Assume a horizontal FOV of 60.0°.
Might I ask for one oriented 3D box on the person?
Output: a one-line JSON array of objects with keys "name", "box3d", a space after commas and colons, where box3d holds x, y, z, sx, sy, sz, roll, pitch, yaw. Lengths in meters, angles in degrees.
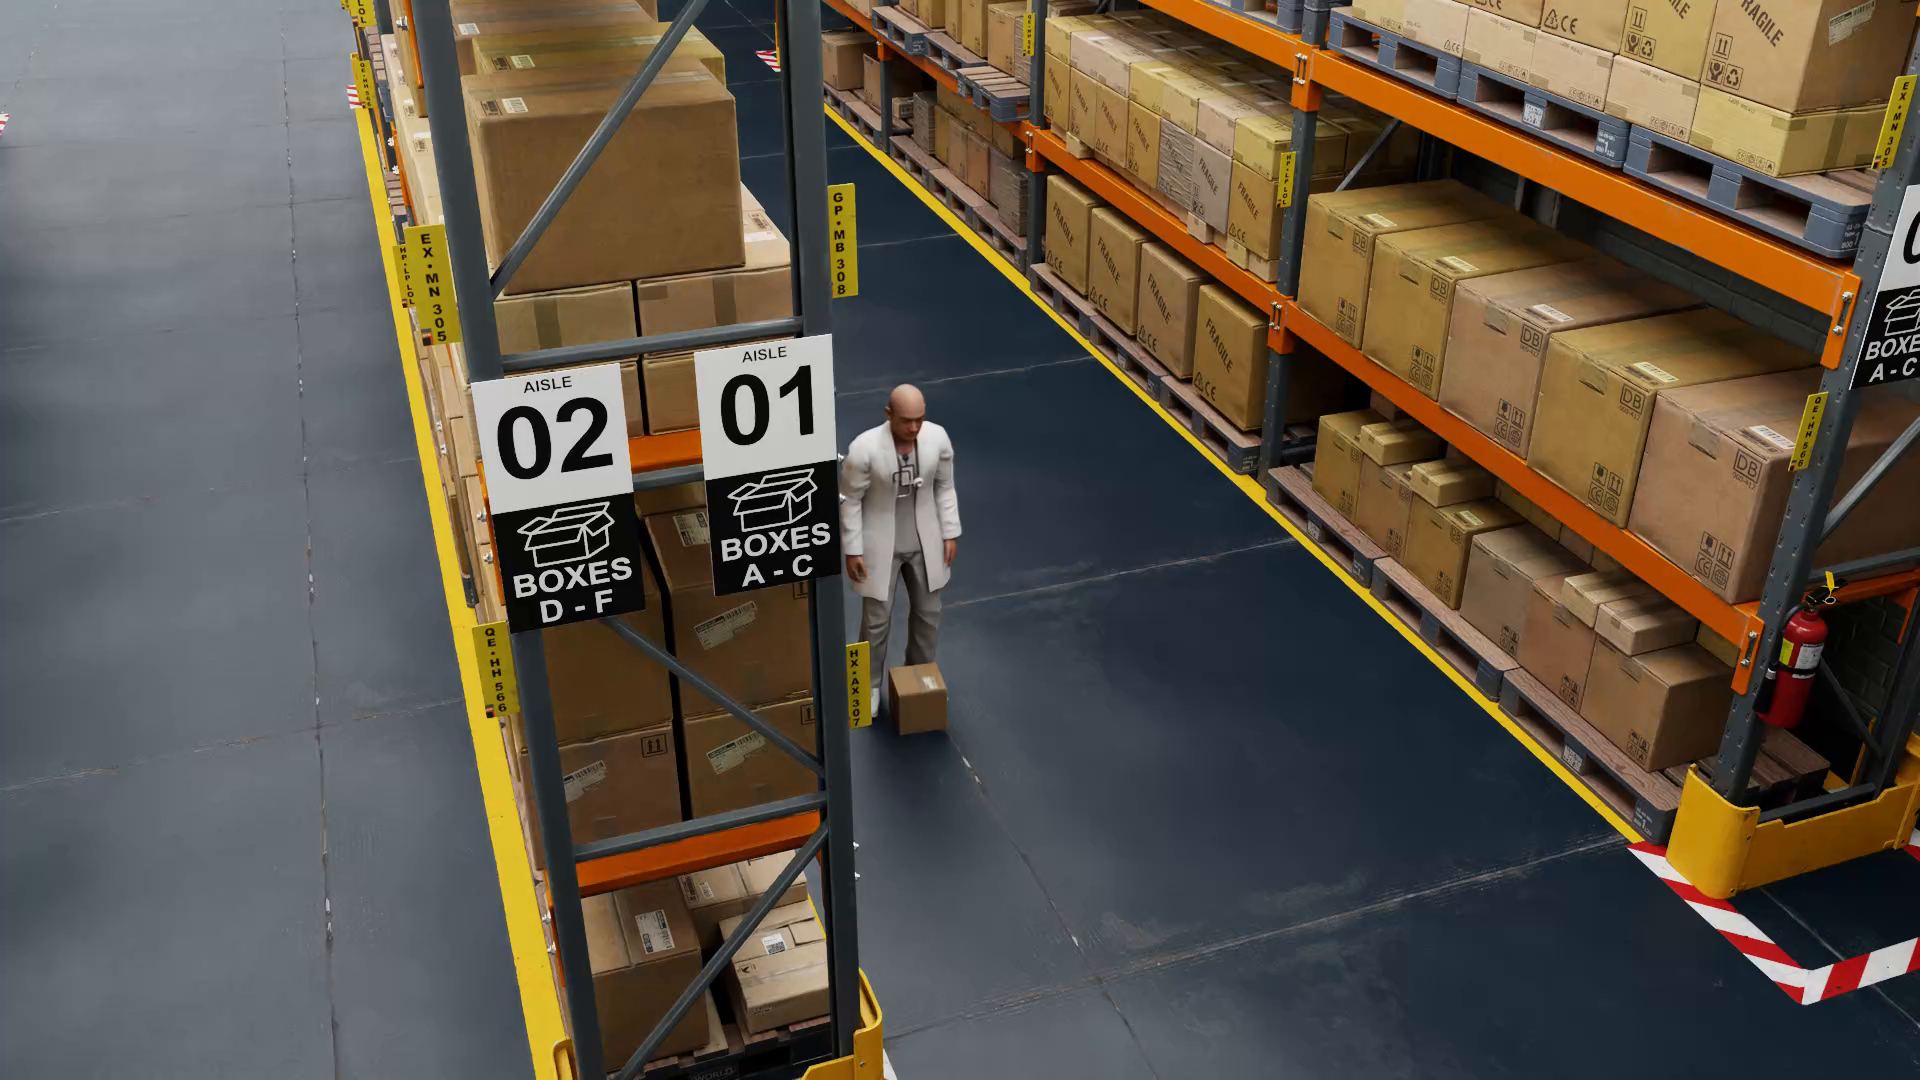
[{"name": "person", "box3d": [-0.292, 0.029, 8.317, 0.640, 1.772, 0.428, -10, 31, -17]}]
